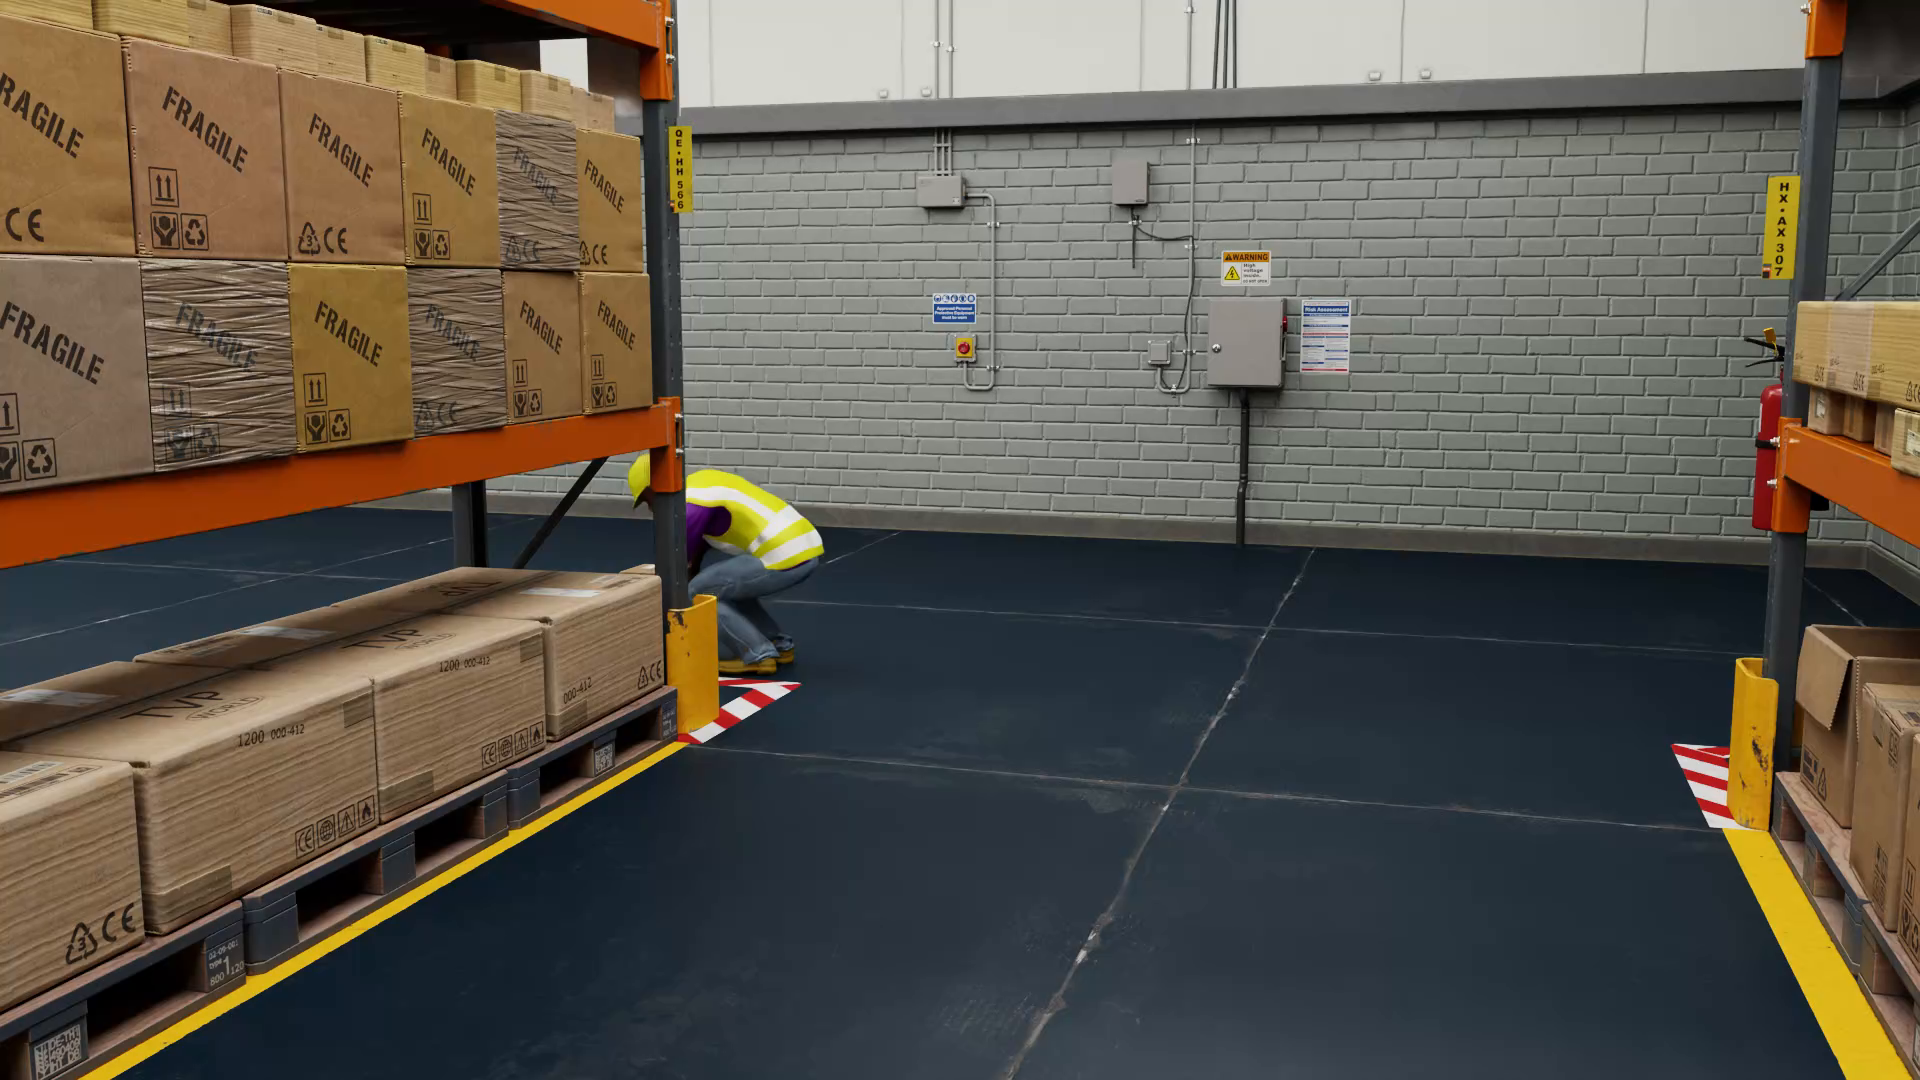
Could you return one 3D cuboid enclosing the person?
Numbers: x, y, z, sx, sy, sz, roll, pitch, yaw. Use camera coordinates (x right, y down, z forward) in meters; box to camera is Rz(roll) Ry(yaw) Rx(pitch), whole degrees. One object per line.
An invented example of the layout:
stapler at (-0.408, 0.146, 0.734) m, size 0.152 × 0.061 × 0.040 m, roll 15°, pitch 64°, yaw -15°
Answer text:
person at (-1.108, 0.099, 7.724) m, size 0.934 × 1.008 × 0.529 m, roll 1°, pitch 8°, yaw 9°
